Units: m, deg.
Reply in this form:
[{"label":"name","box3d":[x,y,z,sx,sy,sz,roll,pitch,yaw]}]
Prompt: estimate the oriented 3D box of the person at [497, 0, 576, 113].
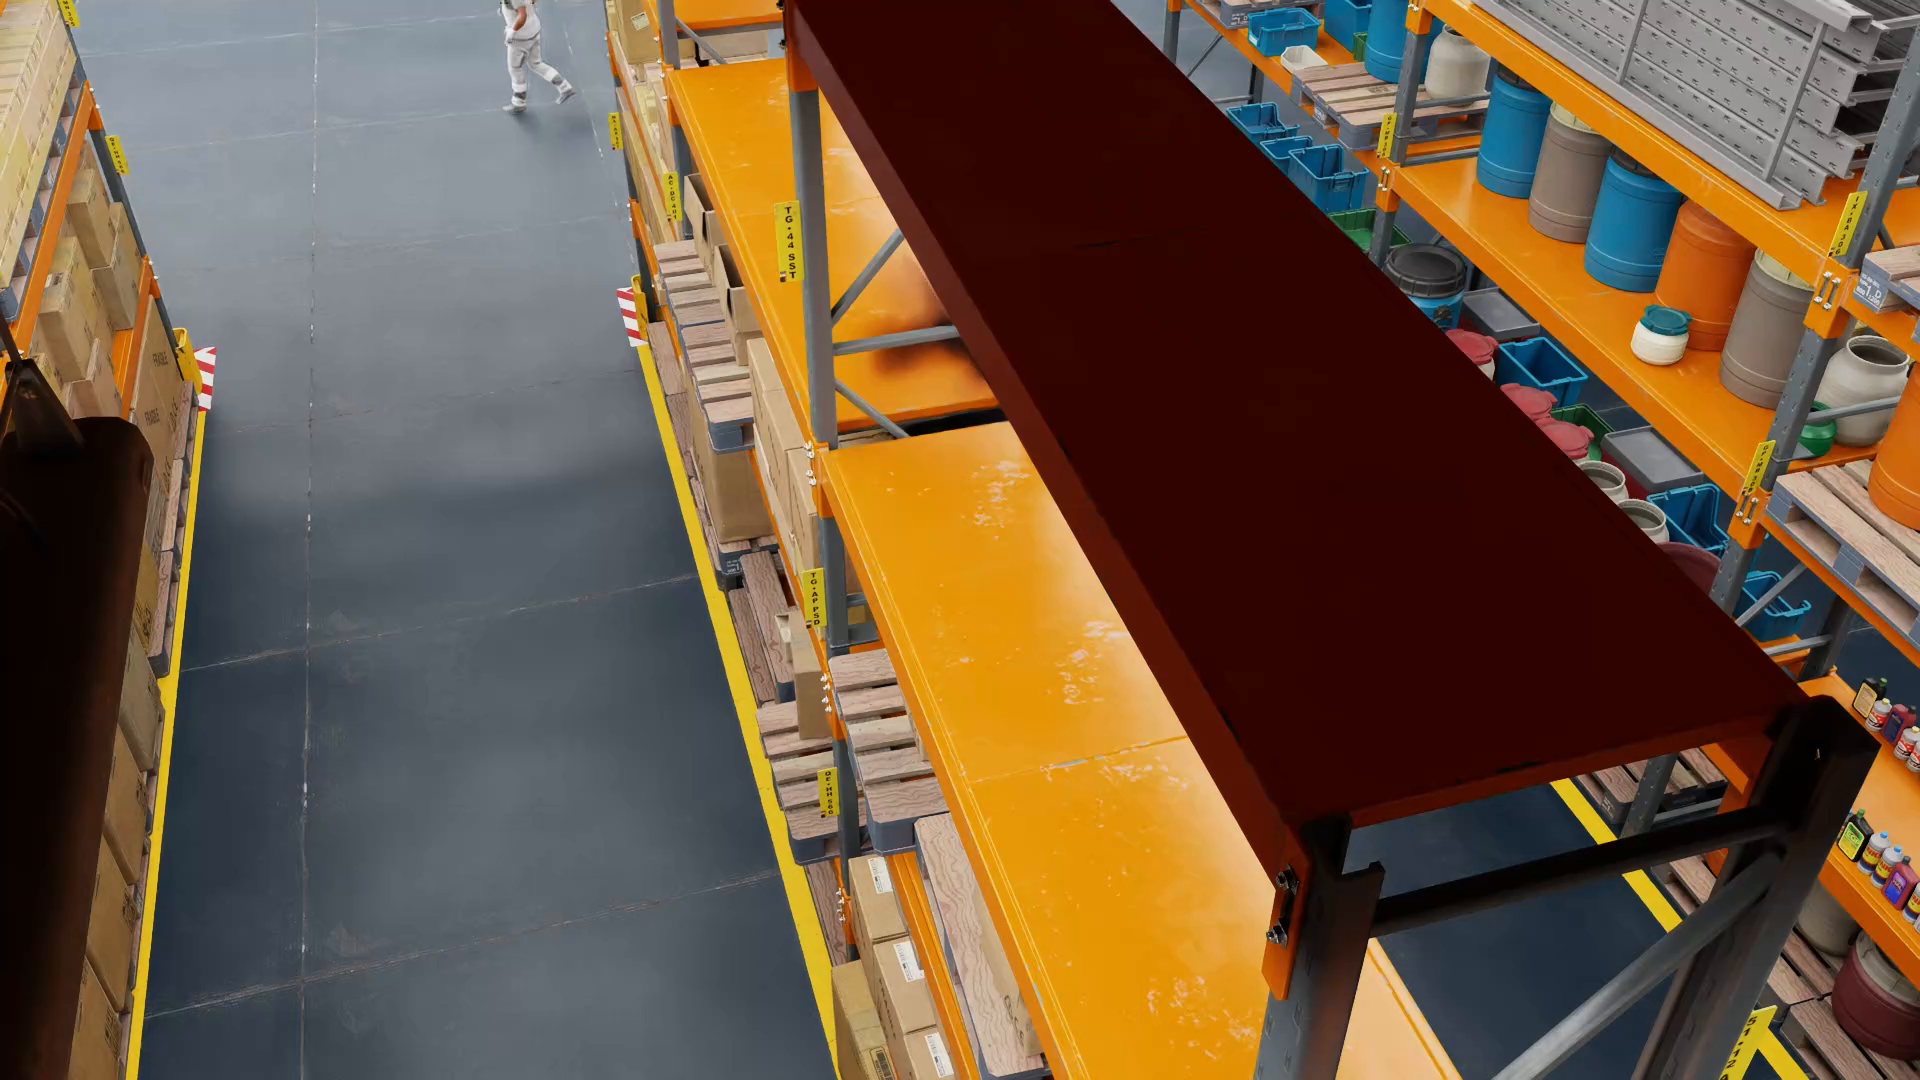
[{"label":"person","box3d":[-4.803,-5.588,18.435,0.872,1.801,0.685,7,39,9]}]
